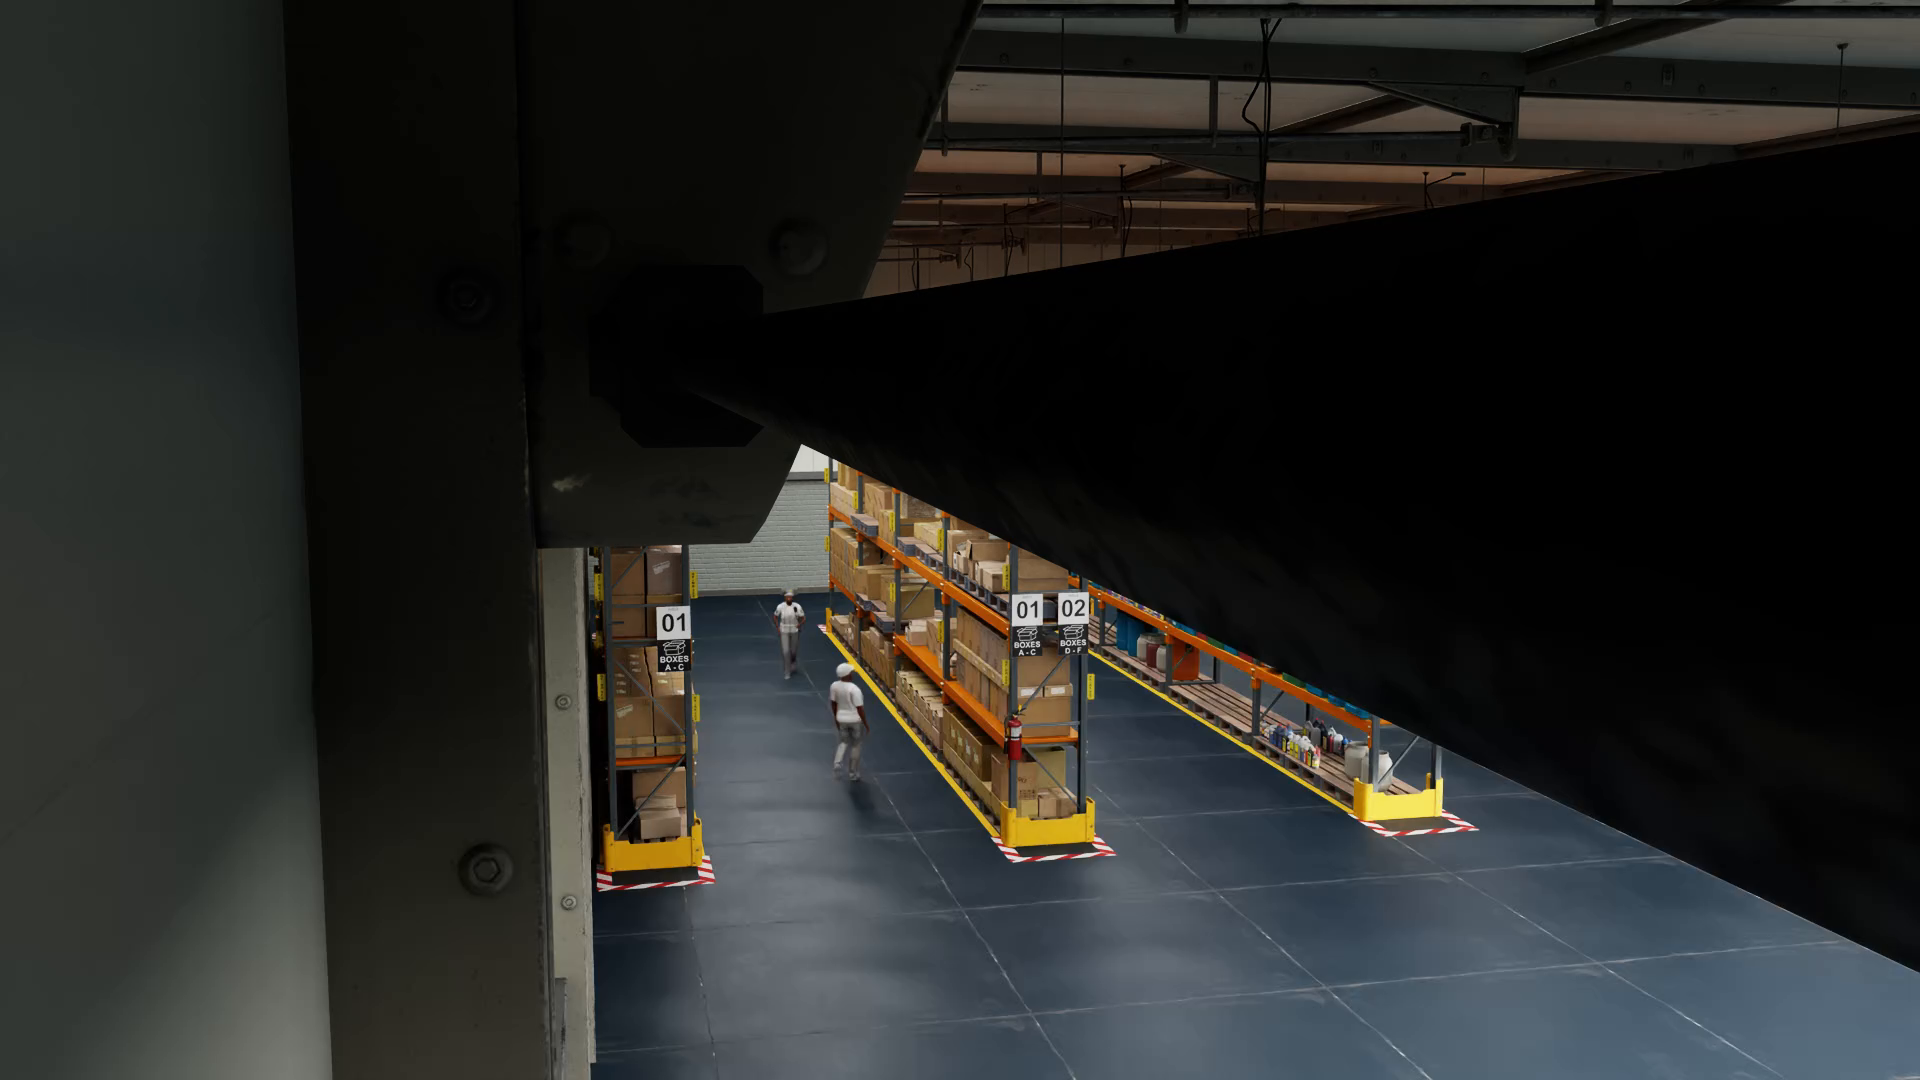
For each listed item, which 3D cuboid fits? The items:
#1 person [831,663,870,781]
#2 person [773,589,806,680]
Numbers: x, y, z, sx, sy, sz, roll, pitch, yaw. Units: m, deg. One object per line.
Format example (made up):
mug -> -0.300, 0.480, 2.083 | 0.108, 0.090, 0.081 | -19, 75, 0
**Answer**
person -> -1.601, 2.617, 23.926 | 0.594, 1.743, 0.602 | 3, 7, 21
person -> -3.240, 1.776, 31.637 | 0.613, 1.729, 0.744 | -1, 7, -7
